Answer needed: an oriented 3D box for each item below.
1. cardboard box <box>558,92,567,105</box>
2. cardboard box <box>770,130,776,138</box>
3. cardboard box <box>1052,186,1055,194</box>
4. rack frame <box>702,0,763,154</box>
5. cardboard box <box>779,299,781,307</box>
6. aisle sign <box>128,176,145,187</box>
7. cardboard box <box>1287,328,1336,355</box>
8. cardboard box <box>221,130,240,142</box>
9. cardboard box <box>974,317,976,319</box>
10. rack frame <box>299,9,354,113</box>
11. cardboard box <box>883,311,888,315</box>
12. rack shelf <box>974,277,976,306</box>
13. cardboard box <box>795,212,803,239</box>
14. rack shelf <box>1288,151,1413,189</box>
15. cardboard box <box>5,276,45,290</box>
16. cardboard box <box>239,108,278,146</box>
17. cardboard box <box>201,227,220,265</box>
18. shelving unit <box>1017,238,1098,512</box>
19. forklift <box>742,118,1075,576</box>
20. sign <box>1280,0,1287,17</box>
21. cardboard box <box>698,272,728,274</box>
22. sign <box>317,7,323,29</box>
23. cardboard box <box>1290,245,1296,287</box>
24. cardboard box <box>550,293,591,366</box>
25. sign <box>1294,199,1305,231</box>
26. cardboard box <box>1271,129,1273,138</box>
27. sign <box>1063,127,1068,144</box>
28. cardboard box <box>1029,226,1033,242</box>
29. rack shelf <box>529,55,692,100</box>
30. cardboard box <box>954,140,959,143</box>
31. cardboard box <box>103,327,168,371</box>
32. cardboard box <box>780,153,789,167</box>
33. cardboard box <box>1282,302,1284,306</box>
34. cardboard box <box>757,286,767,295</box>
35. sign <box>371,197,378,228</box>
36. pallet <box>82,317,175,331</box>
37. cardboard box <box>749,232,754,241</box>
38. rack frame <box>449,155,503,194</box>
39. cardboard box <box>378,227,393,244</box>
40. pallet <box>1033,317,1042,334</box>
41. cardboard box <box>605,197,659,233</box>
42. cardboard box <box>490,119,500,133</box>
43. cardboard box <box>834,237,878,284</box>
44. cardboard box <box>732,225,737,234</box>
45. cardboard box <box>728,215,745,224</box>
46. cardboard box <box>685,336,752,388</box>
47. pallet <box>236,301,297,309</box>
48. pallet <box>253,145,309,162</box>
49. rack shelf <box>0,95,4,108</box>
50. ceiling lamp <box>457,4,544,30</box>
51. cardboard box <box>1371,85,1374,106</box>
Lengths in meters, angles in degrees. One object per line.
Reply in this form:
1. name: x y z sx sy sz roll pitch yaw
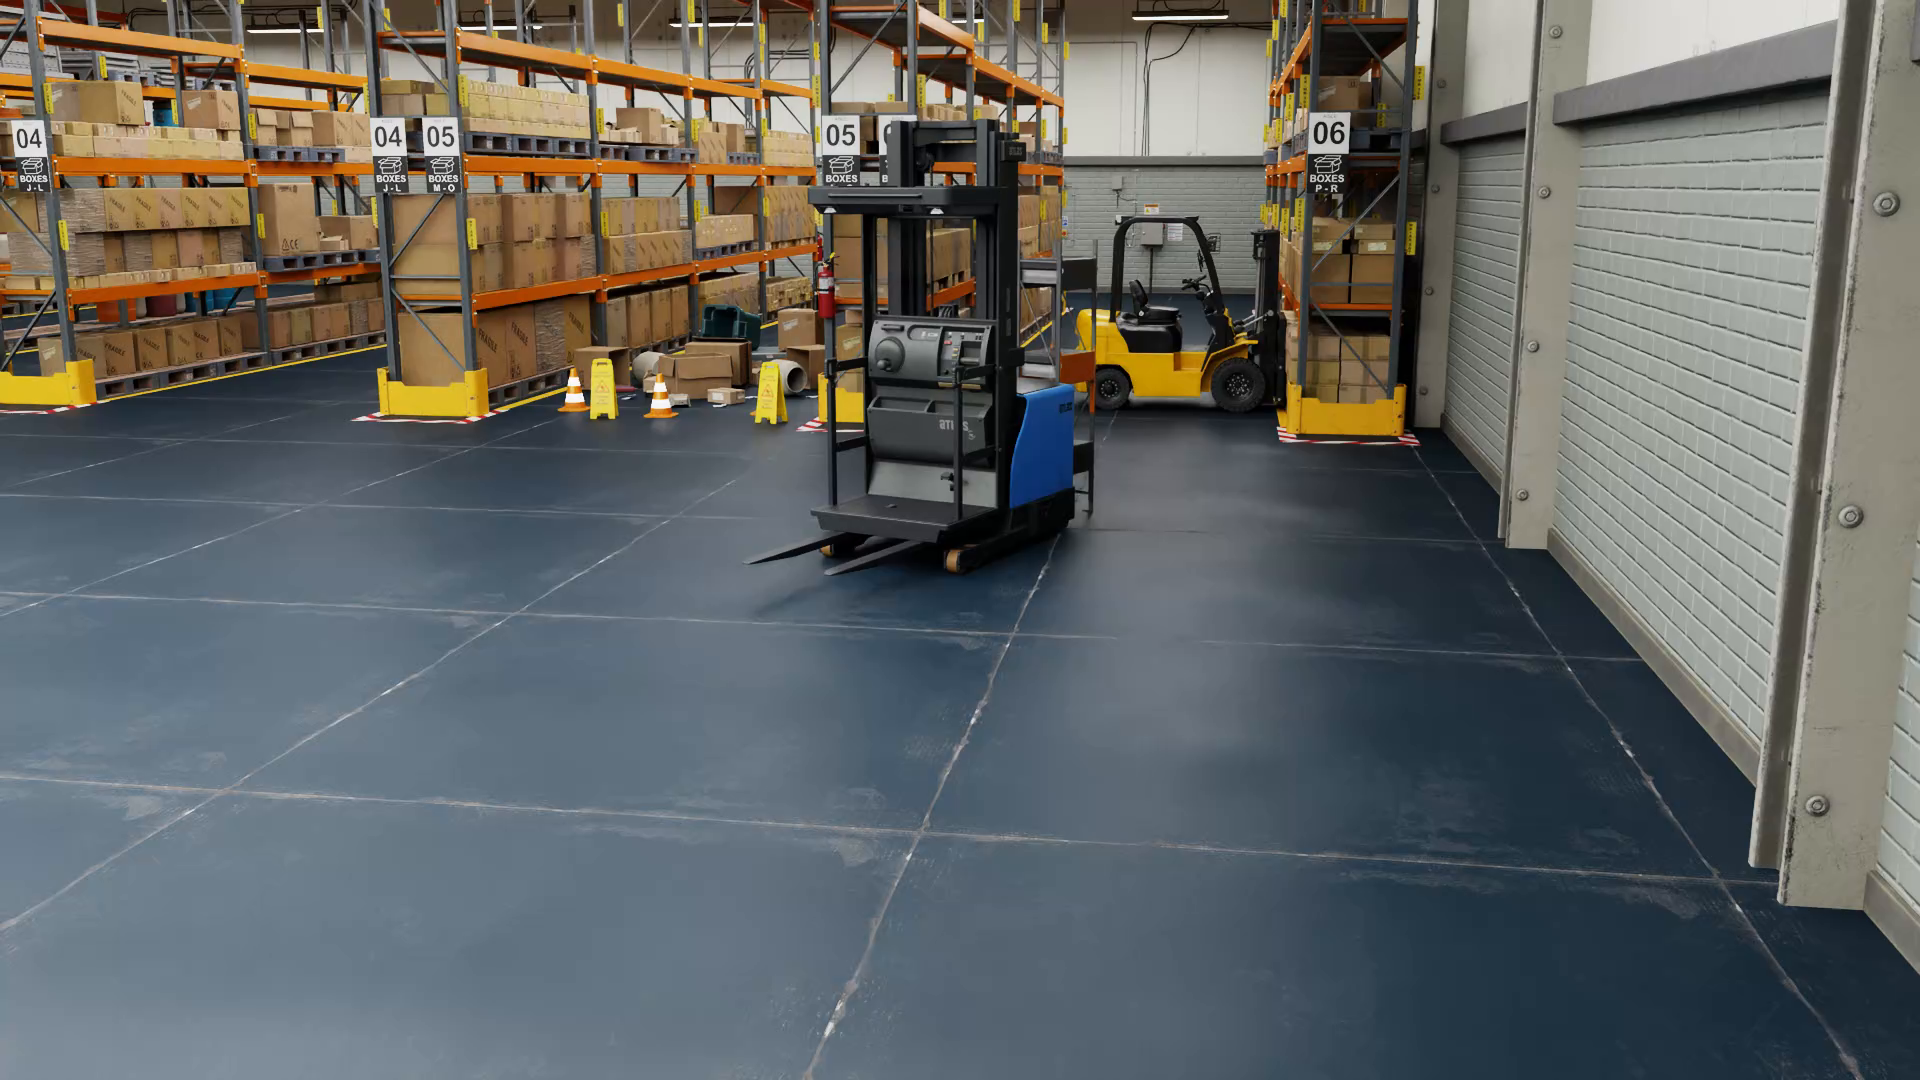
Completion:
1. cardboard box: -5.089 -5.457 20.544 0.380 0.149 0.250 2 12 10
2. cardboard box: -3.574 -7.425 30.431 0.380 0.149 0.250 2 12 7
3. cardboard box: 1.613 -6.684 31.737 0.380 0.149 0.250 2 12 10
4. rack frame: -4.001 -8.311 29.197 1.000 3.000 0.127 2 12 9
5. cardboard box: -3.603 -4.476 31.411 0.380 0.149 0.250 1 12 6
6. aisle sign: -17.745 -7.989 35.775 0.394 0.787 0.004 2 12 9
7. cardboard box: 3.801 -2.143 17.974 0.500 0.250 0.500 2 12 10
8. cardboard box: -9.881 -5.405 22.245 0.380 0.149 0.250 2 12 10
9. cardboard box: 0.089 -3.056 24.293 0.950 0.372 0.625 2 12 8
10. rack frame: -13.165 -9.486 34.648 1.000 3.000 0.127 2 12 9
11. cardboard box: -1.042 -2.592 19.109 0.380 0.149 0.250 2 12 10
12. rack shelf: -0.017 -3.638 23.462 1.077 0.370 4.000 2 12 9
13. cardboard box: -3.353 -6.090 32.190 0.500 0.500 0.500 2 12 9
14. rack shelf: 4.273 -4.112 18.540 1.077 0.370 4.000 2 12 9
15. cardboard box: -10.892 -3.005 19.414 0.380 0.149 0.250 2 12 9
16. cardboard box: -9.946 -5.711 23.013 0.797 0.503 0.637 1 12 6
17. cardboard box: -10.358 -3.894 22.000 0.875 0.500 0.500 2 12 9
18. shelving unit: 0.730 -1.229 12.713 0.431 2.100 0.503 9 15 36
19. forklift: -0.311 -1.318 11.152 1.130 2.935 3.031 7 14 29
20. sign: 4.659 -7.690 23.909 0.100 0.325 0.005 2 12 9
21. cardboard box: -4.375 -4.583 29.295 0.500 0.250 0.500 1 12 6
22. sign: -10.050 -8.211 26.141 0.100 0.325 0.005 2 12 9
23. cardboard box: 4.114 -3.164 19.317 0.500 0.500 0.500 2 12 8
24. cardboard box: -5.397 -2.751 21.684 0.875 0.875 0.875 2 12 10
25. sign: 3.432 -3.283 16.796 0.100 0.325 0.005 2 12 9
26. cardboard box: 5.267 -6.610 27.081 0.380 0.149 0.250 2 12 8
27. sign: 2.055 -7.911 32.550 0.100 0.325 0.005 2 12 9
28. cardboard box: 0.935 -5.098 27.698 0.500 0.250 0.500 2 12 10
29. rack shelf: -4.923 -6.515 23.519 1.077 0.370 4.000 2 12 9
30. cardboard box: -0.296 -4.800 19.678 0.500 0.250 0.500 2 12 8
31. cardboard box: -10.446 -2.430 21.085 0.500 0.500 0.500 3 13 14
32. cardboard box: -3.501 -7.071 30.921 0.500 0.250 0.500 2 12 11
33. cardboard box: 4.994 -3.025 23.549 0.875 0.625 0.625 2 12 11
34. cardboard box: -3.743 -4.546 30.324 0.380 0.149 0.250 2 12 11
35. sign: -6.380 -3.582 18.186 0.100 0.325 0.005 2 12 9
36. pallet: -14.315 -3.690 28.614 1.003 0.211 1.213 2 12 9
37. cardboard box: -3.866 -5.371 29.397 0.380 0.149 0.250 2 12 7
38. rack frame: -8.886 -5.560 30.672 1.000 3.000 0.127 2 12 9
39. cardboard box: -9.158 -4.868 27.226 0.500 0.500 0.500 2 12 10
40. pallet: 0.862 -3.713 28.719 1.003 0.211 1.213 2 12 9
41. cardboard box: -4.848 -4.778 24.432 0.700 0.500 0.500 2 12 8
42. cardboard box: -5.399 -4.644 18.664 0.380 0.149 0.250 2 12 9
43. cardboard box: -1.128 -3.057 18.115 0.500 0.500 0.500 2 12 8
44. cardboard box: -4.026 -5.299 28.356 0.380 0.149 0.250 1 12 6
45. cardboard box: -3.952 -5.552 28.822 0.380 0.149 0.250 1 12 7
46. cardboard box: -3.035 -2.229 20.821 0.797 0.637 0.503 2 12 9
47. pallet: -13.705 -4.512 32.426 1.003 0.211 1.213 2 12 9
48. pallet: -9.916 -5.394 23.229 1.213 0.211 1.003 2 12 9
49. rack shelf: -18.981 -7.851 29.719 1.077 0.370 4.000 2 12 9
50. ceiling lamp: -10.264 -12.816 36.247 2.000 3.185 0.800 2 12 9
51. cardboard box: 4.177 -4.782 18.464 0.797 0.503 0.637 2 12 10
